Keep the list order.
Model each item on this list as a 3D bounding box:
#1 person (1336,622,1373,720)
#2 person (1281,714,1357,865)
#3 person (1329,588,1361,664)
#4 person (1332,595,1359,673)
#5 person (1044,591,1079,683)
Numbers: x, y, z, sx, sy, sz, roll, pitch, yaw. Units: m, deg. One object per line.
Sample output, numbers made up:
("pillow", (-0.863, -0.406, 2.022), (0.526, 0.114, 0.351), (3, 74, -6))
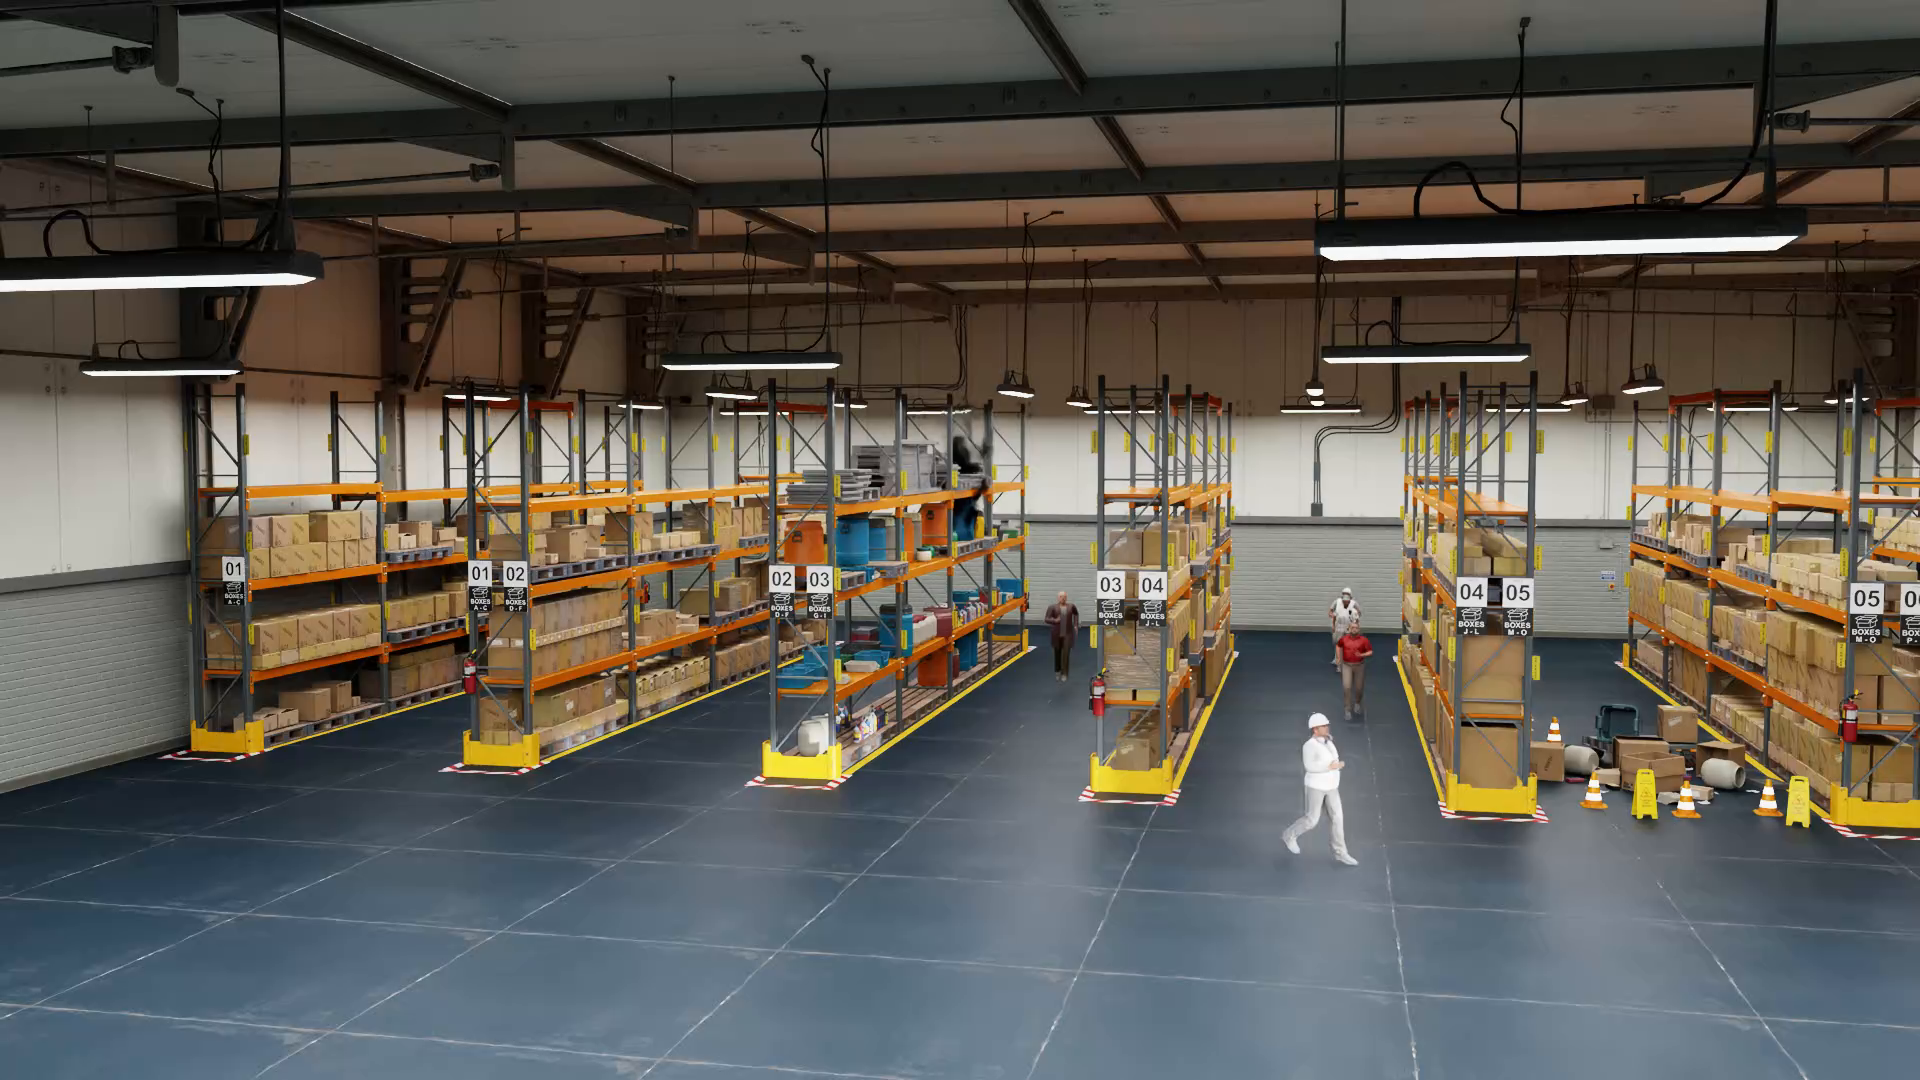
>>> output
("person", (7.227, 2.370, 30.525), (0.666, 1.727, 0.964), (1, 3, 15))
("person", (4.320, 2.955, 19.904), (0.657, 1.758, 0.971), (-3, 4, -43))
("person", (8.823, 1.961, 38.151), (0.730, 1.742, 0.708), (1, 3, 20))
("person", (8.550, 2.051, 36.875), (0.598, 1.700, 0.881), (1, 3, 16))
("person", (2.022, 2.027, 33.036), (0.703, 1.644, 0.983), (0, 3, 0))
